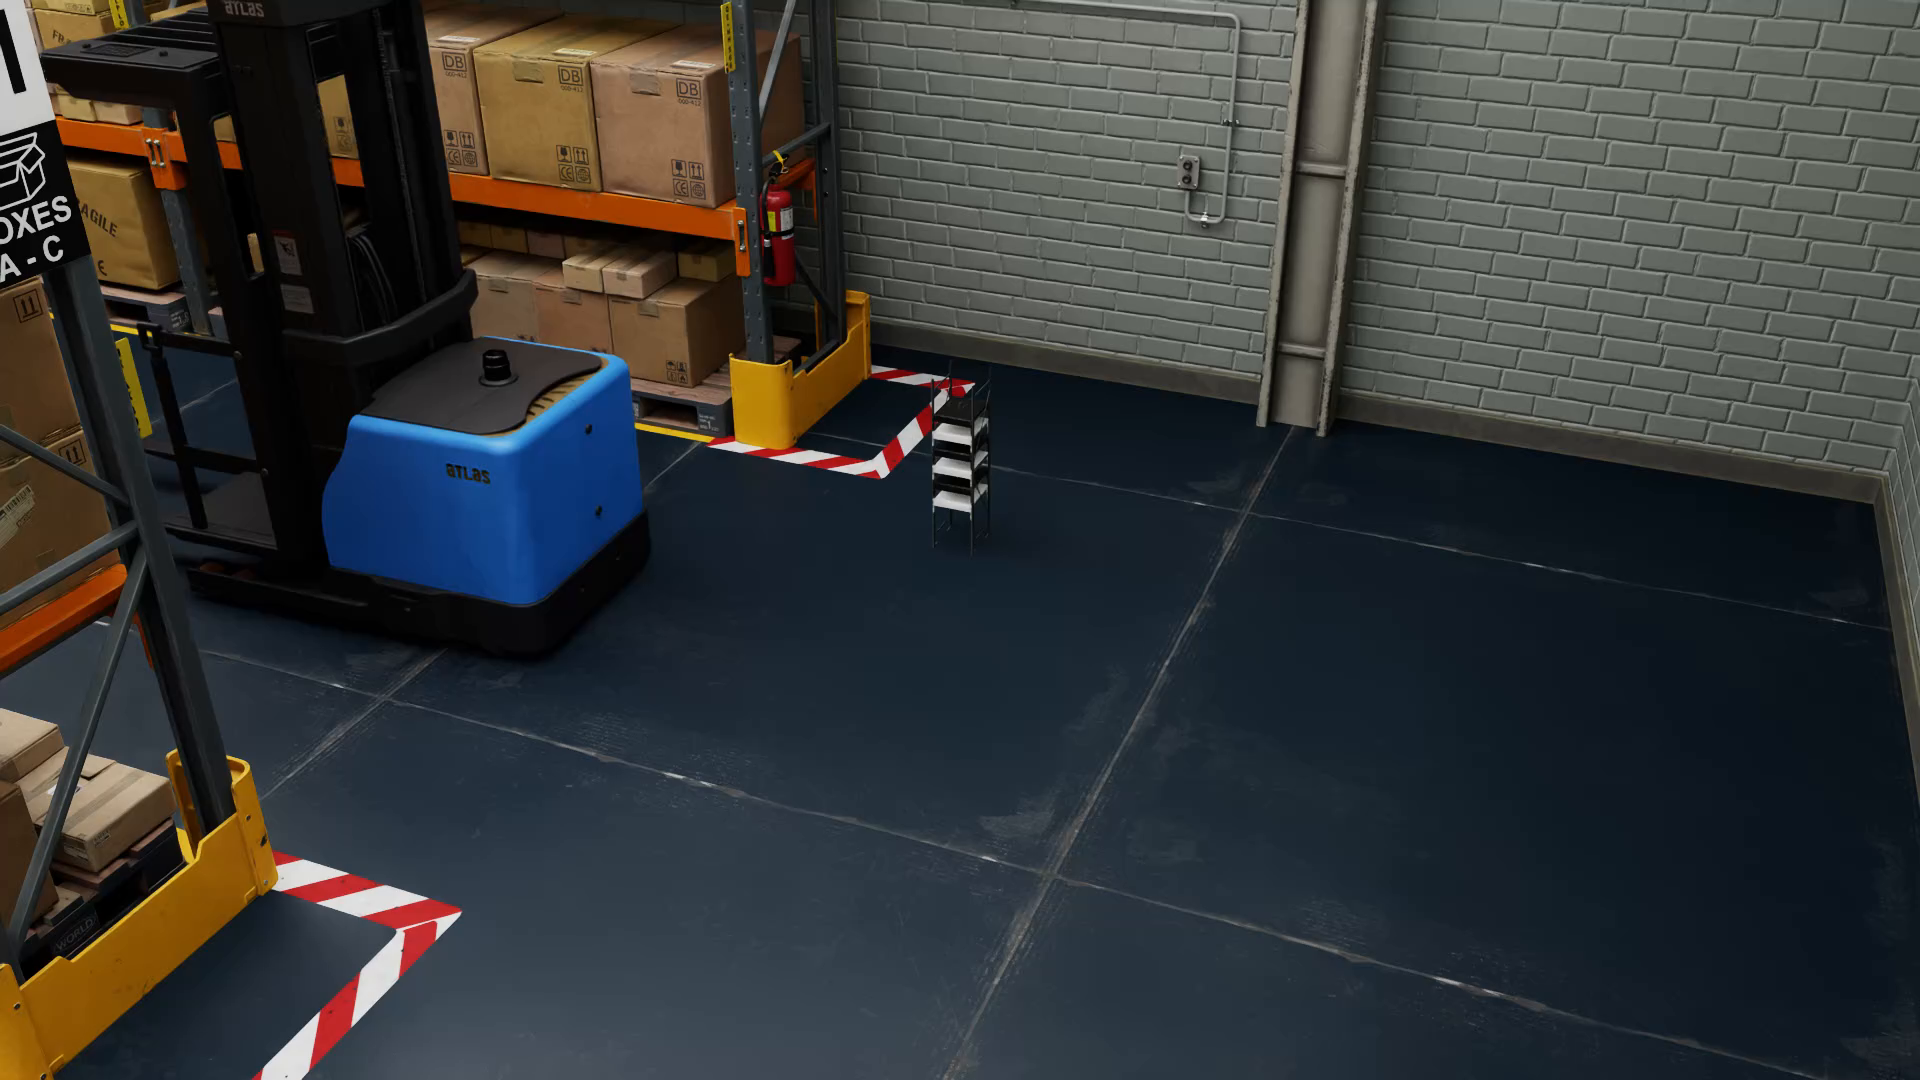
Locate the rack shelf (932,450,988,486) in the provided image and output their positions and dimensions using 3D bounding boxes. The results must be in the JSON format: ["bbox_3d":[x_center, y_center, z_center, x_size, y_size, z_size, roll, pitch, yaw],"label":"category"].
[{"bbox_3d":[0.008,-0.361,8.042,0.200,0.077,0.258,11,31,19],"label":"rack shelf"}]

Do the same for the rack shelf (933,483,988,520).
[{"bbox_3d":[0.008,-0.205,8.131,0.200,0.077,0.258,11,31,19],"label":"rack shelf"}]

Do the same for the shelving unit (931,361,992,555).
[{"bbox_3d":[0.008,-0.390,8.026,0.210,0.900,0.258,11,31,19],"label":"shelving unit"}]

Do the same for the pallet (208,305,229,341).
[{"bbox_3d":[-3.945,-1.441,10.586,1.213,0.211,1.003,11,31,19],"label":"pallet"}]

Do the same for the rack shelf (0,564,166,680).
[{"bbox_3d":[-4.626,0.111,5.737,4.000,0.370,1.077,11,31,19],"label":"rack shelf"}]

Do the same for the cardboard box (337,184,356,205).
[{"bbox_3d":[-4.025,-2.141,10.444,0.250,0.149,0.380,11,31,19],"label":"cardboard box"}]

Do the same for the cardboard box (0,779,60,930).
[{"bbox_3d":[-3.369,1.076,5.391,0.500,0.500,0.500,11,31,19],"label":"cardboard box"}]

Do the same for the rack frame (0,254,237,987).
[{"bbox_3d":[-2.773,0.168,4.905,0.127,3.000,1.000,11,31,19],"label":"rack frame"}]

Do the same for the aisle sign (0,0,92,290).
[{"bbox_3d":[-2.599,-1.085,4.480,0.004,0.787,0.394,11,31,19],"label":"aisle sign"}]

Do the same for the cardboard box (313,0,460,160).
[{"bbox_3d":[-3.449,-2.717,9.704,0.700,0.700,0.980,10,31,18],"label":"cardboard box"}]

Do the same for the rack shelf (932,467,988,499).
[{"bbox_3d":[0.008,-0.283,8.087,0.200,0.077,0.258,11,31,19],"label":"rack shelf"}]

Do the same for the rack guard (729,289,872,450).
[{"bbox_3d":[-0.891,-0.999,9.509,0.348,0.500,1.175,11,31,19],"label":"rack guard"}]

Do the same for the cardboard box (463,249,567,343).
[{"bbox_3d":[-2.530,-1.456,9.890,0.500,0.500,0.700,10,31,17],"label":"cardboard box"}]

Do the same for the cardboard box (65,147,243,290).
[{"bbox_3d":[-5.271,-2.140,10.745,0.750,0.750,0.750,12,32,20],"label":"cardboard box"}]

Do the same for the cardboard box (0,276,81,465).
[{"bbox_3d":[-3.085,-0.513,4.992,0.500,0.500,0.500,12,32,21],"label":"cardboard box"}]

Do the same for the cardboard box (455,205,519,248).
[{"bbox_3d":[-2.819,-1.901,10.020,0.250,0.149,0.380,11,31,18],"label":"cardboard box"}]

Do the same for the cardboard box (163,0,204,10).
[{"bbox_3d":[-4.952,-3.213,10.463,0.500,0.500,0.500,10,31,17],"label":"cardboard box"}]

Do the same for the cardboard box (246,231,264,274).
[{"bbox_3d":[-3.966,-1.741,10.396,0.500,0.500,0.700,12,32,20],"label":"cardboard box"}]

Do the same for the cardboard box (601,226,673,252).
[{"bbox_3d":[-1.879,-1.714,9.688,0.250,0.149,0.380,11,31,19],"label":"cardboard box"}]

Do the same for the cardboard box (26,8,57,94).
[{"bbox_3d":[-5.619,-3.074,10.216,0.500,0.500,0.500,12,31,20],"label":"cardboard box"}]

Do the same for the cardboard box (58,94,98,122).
[{"bbox_3d":[-5.283,-2.700,10.214,0.250,0.149,0.380,12,32,20],"label":"cardboard box"}]

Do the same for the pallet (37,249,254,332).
[{"bbox_3d":[-5.364,-1.726,11.089,1.213,0.211,1.003,11,31,19],"label":"pallet"}]

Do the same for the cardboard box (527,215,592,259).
[{"bbox_3d":[-2.346,-1.807,9.853,0.250,0.149,0.380,12,32,20],"label":"cardboard box"}]

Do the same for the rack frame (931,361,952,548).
[{"bbox_3d":[-0.087,-0.409,8.059,0.006,0.900,0.240,11,31,19],"label":"rack frame"}]

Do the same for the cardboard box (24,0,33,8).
[{"bbox_3d":[-5.619,-3.409,10.046,0.500,0.250,0.500,12,32,20],"label":"cardboard box"}]

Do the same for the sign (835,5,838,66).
[{"bbox_3d":[-0.699,-2.755,9.116,0.005,0.325,0.100,11,31,19],"label":"sign"}]

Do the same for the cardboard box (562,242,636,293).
[{"bbox_3d":[-2.025,-1.540,9.381,0.250,0.149,0.380,12,32,20],"label":"cardboard box"}]

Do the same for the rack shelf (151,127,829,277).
[{"bbox_3d":[-2.767,-2.149,9.734,4.000,0.370,1.077,11,31,19],"label":"rack shelf"}]

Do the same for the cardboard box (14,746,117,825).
[{"bbox_3d":[-3.263,0.929,5.990,0.250,0.166,0.380,11,31,19],"label":"cardboard box"}]

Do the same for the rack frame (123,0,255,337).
[{"bbox_3d":[-4.620,-2.832,10.212,0.127,3.000,1.000,11,31,19],"label":"rack frame"}]

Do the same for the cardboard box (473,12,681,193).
[{"bbox_3d":[-2.068,-2.442,9.216,0.700,0.700,0.980,11,31,19],"label":"cardboard box"}]

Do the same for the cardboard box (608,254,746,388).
[{"bbox_3d":[-1.600,-1.270,9.562,0.500,0.500,0.700,11,31,19],"label":"cardboard box"}]

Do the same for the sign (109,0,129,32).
[{"bbox_3d":[-4.815,-3.052,9.505,0.005,0.325,0.100,11,31,19],"label":"sign"}]

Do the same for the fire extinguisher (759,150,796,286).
[{"bbox_3d":[-0.947,-1.657,8.591,0.183,0.674,0.296,11,31,19],"label":"fire extinguisher"}]

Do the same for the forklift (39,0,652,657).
[{"bbox_3d":[-3.058,-1.204,7.401,3.031,2.935,1.130,10,31,18],"label":"forklift"}]
